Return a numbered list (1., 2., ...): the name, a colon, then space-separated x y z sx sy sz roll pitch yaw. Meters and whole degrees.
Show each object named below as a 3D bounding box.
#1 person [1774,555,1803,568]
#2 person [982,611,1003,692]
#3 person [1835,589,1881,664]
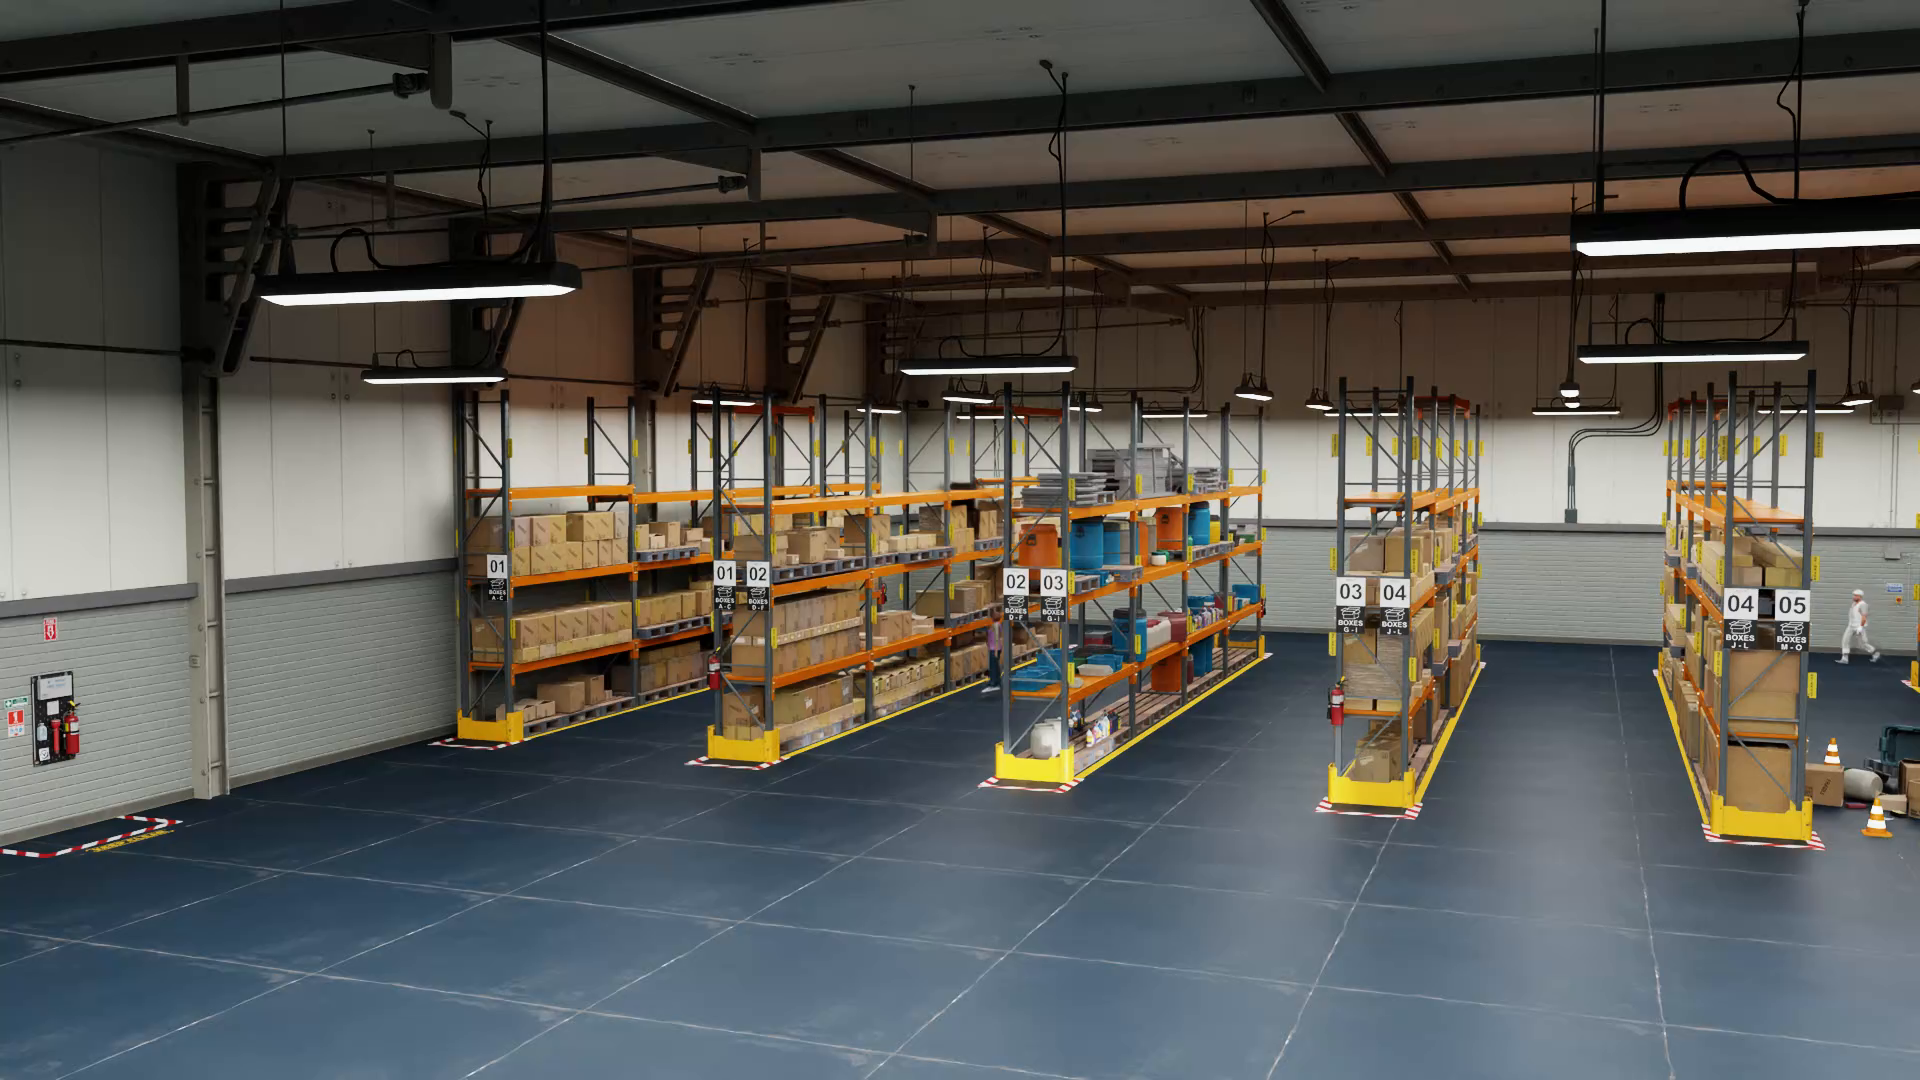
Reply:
1. person: 15.707 1.811 25.598 12.846 3.639 1.901 -2 4 -32
2. person: 0.659 2.232 33.390 0.393 1.609 0.513 0 3 8
3. person: 20.767 2.012 38.450 0.988 1.744 0.608 0 3 -8
